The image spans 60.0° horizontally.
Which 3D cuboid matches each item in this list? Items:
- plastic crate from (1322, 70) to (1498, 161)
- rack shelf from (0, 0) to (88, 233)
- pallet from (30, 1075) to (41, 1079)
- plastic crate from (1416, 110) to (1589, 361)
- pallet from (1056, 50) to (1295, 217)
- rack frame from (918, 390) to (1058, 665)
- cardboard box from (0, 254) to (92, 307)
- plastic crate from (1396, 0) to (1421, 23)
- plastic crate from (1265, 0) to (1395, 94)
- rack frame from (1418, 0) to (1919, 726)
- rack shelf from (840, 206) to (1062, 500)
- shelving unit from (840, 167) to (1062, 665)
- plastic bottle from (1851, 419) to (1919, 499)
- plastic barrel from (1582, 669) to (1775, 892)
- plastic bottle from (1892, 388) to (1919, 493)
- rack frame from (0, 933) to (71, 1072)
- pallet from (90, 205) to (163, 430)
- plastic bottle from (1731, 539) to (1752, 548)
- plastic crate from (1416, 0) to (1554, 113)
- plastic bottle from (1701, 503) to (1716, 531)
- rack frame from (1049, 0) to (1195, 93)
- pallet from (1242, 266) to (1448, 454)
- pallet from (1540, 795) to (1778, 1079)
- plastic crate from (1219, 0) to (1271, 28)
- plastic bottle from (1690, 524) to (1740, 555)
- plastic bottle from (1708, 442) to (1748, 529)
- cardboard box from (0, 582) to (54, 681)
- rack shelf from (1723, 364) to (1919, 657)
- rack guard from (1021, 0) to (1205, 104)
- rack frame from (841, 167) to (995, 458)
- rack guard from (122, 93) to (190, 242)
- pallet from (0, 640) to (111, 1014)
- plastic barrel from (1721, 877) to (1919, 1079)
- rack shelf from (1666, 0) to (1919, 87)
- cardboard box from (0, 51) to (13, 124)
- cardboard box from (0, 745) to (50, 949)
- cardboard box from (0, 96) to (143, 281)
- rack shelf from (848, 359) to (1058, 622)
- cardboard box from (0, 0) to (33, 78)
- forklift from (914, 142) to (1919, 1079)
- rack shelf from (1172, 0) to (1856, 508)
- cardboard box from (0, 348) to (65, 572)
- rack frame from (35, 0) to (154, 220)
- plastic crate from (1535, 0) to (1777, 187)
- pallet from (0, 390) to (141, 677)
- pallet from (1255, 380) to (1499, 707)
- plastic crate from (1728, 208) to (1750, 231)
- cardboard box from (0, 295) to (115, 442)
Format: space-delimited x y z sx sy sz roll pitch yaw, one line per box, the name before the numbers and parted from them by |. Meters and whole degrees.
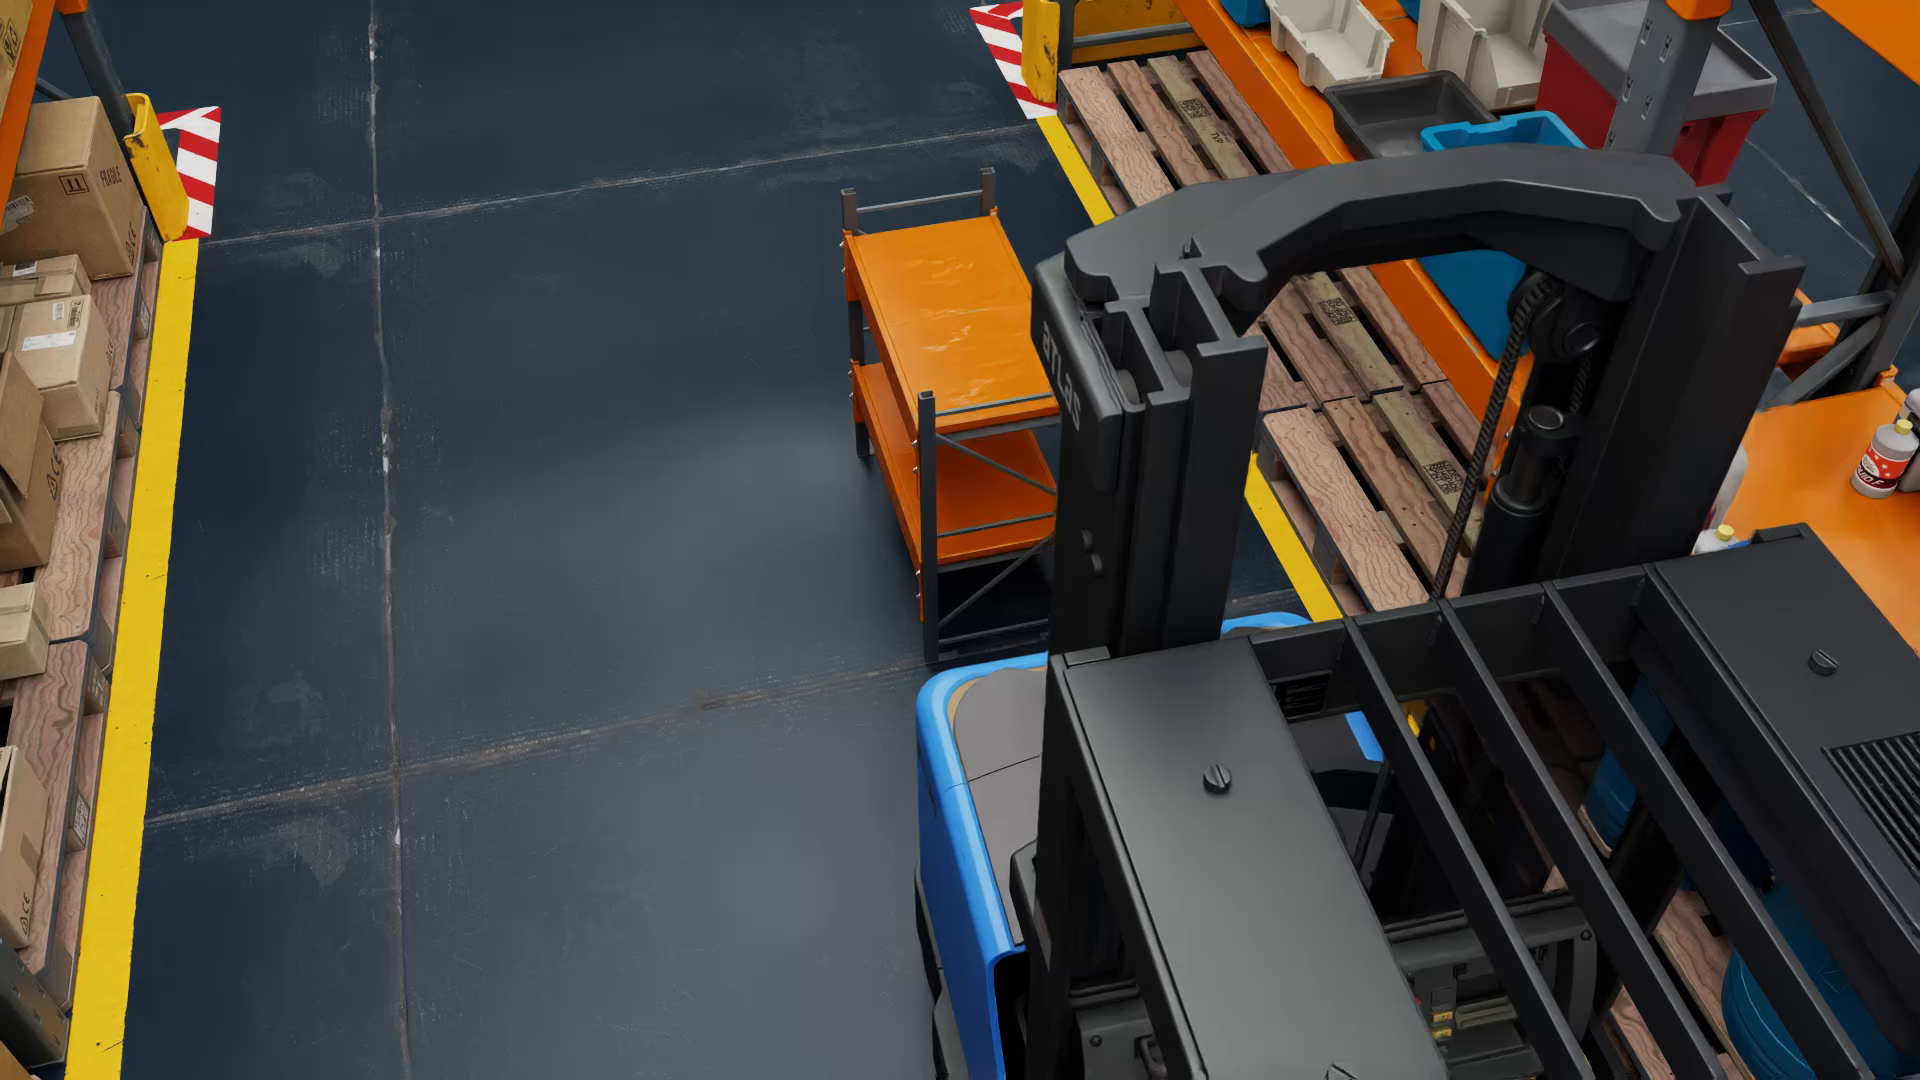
plastic crate | 1.382 -1.170 4.947 0.437 0.125 0.590 -11 47 -10
rack shelf | -3.373 -0.747 4.886 1.077 0.370 4.000 -11 47 -10
pallet | -2.617 1.913 3.728 1.003 0.211 1.213 -11 47 -10
plastic crate | 1.479 -0.797 4.400 0.392 0.384 0.575 -11 47 -10
pallet | 1.078 -1.730 7.298 1.003 0.211 1.213 -11 47 -10
rack frame | 0.128 -0.047 5.009 0.500 1.125 0.032 -11 47 -10
cardboard box | -3.491 -0.916 6.223 0.380 0.166 0.250 -11 47 -10
plastic crate | 1.678 -1.874 5.562 0.416 0.233 0.300 -11 47 -10
plastic crate | 1.192 -1.597 5.358 0.293 0.136 0.466 -11 47 -10
rack frame | 1.928 -0.521 4.161 1.000 3.000 0.127 -11 47 -10
rack shelf | -0.002 -0.603 5.144 0.538 0.278 1.000 -11 47 -10
shelving unit | -0.002 -0.398 5.353 0.538 1.125 1.048 -11 47 -10
plastic bottle | 2.225 -0.203 3.988 0.097 0.201 0.097 0 46 0
plastic barrel | 2.051 0.445 4.389 0.600 0.901 0.708 -11 47 -10
plastic bottle | 2.341 -0.265 3.996 0.152 0.276 0.135 -11 47 -10
rack frame | -2.861 0.382 3.276 1.000 3.000 0.127 -11 47 -10
pallet | -3.661 -0.801 6.387 1.003 0.211 1.213 -11 47 -10
plastic bottle | 1.716 0.091 3.651 0.097 0.271 0.097 0 46 0
plastic crate | 1.715 -1.589 5.248 0.437 0.282 0.530 -11 47 -10
plastic bottle | 1.644 -0.057 3.787 0.061 0.283 0.133 -11 47 -10
rack frame | 0.904 -3.283 6.867 1.000 3.000 0.127 -11 47 -10
pallet | 1.386 -0.890 6.474 1.003 0.211 1.213 -11 47 -10
pallet | 2.085 0.995 4.627 1.003 0.211 1.213 -11 47 -10
plastic crate | 1.063 -1.898 5.585 0.416 0.233 0.300 -11 47 -10
plastic bottle | 1.691 0.048 3.742 0.097 0.201 0.097 0 46 0
plastic bottle | 1.715 -0.174 3.855 0.144 0.351 0.185 -11 47 -10
cardboard box | -2.991 0.295 5.037 0.380 0.166 0.250 -11 47 -10
rack shelf | 2.440 1.111 3.064 1.077 0.370 4.000 -11 47 -10
rack guard | 0.885 -2.422 7.774 1.175 0.500 0.348 -11 47 -10
rack frame | -0.132 -0.749 5.697 0.500 1.125 0.032 -11 47 -10
rack guard | -3.866 -1.452 6.823 1.175 0.500 0.348 -11 47 -10
pallet | -3.036 0.884 4.736 1.003 0.211 1.213 -11 47 -10
plastic barrel | 2.232 0.934 3.910 0.600 0.901 0.708 -11 47 -10
rack shelf | 2.440 0.062 1.993 1.077 0.370 4.000 -11 47 -10
cardboard box | -3.249 -1.452 5.003 0.500 0.500 0.500 -10 46 -10
cardboard box | -2.760 0.840 4.401 0.500 0.311 0.500 -11 47 -10
cardboard box | -3.508 -1.328 6.394 0.500 0.500 0.500 -11 47 -10
rack shelf | -0.002 -0.227 5.527 0.538 0.278 1.000 -11 47 -10
cardboard box | -3.371 -1.798 5.342 0.500 0.500 0.500 -10 46 -10
forklift | 0.709 0.993 2.725 1.130 2.935 3.031 -9 46 -9
rack shelf | 1.416 -1.650 5.771 1.077 0.370 4.000 -11 47 -10
cardboard box | -3.347 -0.194 5.280 0.797 0.503 0.637 -11 47 -10
rack frame | -3.885 -2.380 5.982 1.000 3.000 0.127 -11 47 -10
plastic crate | 1.942 -1.227 4.765 0.402 0.464 0.583 -11 47 -10
pallet | -3.352 0.040 5.563 1.003 0.211 1.213 -11 47 -10
pallet | 1.702 -0.046 5.647 1.003 0.211 1.213 -11 47 -10
plastic crate | 1.947 -0.797 4.574 0.396 0.136 0.243 -11 47 -10
cardboard box | -3.294 -0.580 5.835 0.500 0.250 0.500 -11 47 -10
